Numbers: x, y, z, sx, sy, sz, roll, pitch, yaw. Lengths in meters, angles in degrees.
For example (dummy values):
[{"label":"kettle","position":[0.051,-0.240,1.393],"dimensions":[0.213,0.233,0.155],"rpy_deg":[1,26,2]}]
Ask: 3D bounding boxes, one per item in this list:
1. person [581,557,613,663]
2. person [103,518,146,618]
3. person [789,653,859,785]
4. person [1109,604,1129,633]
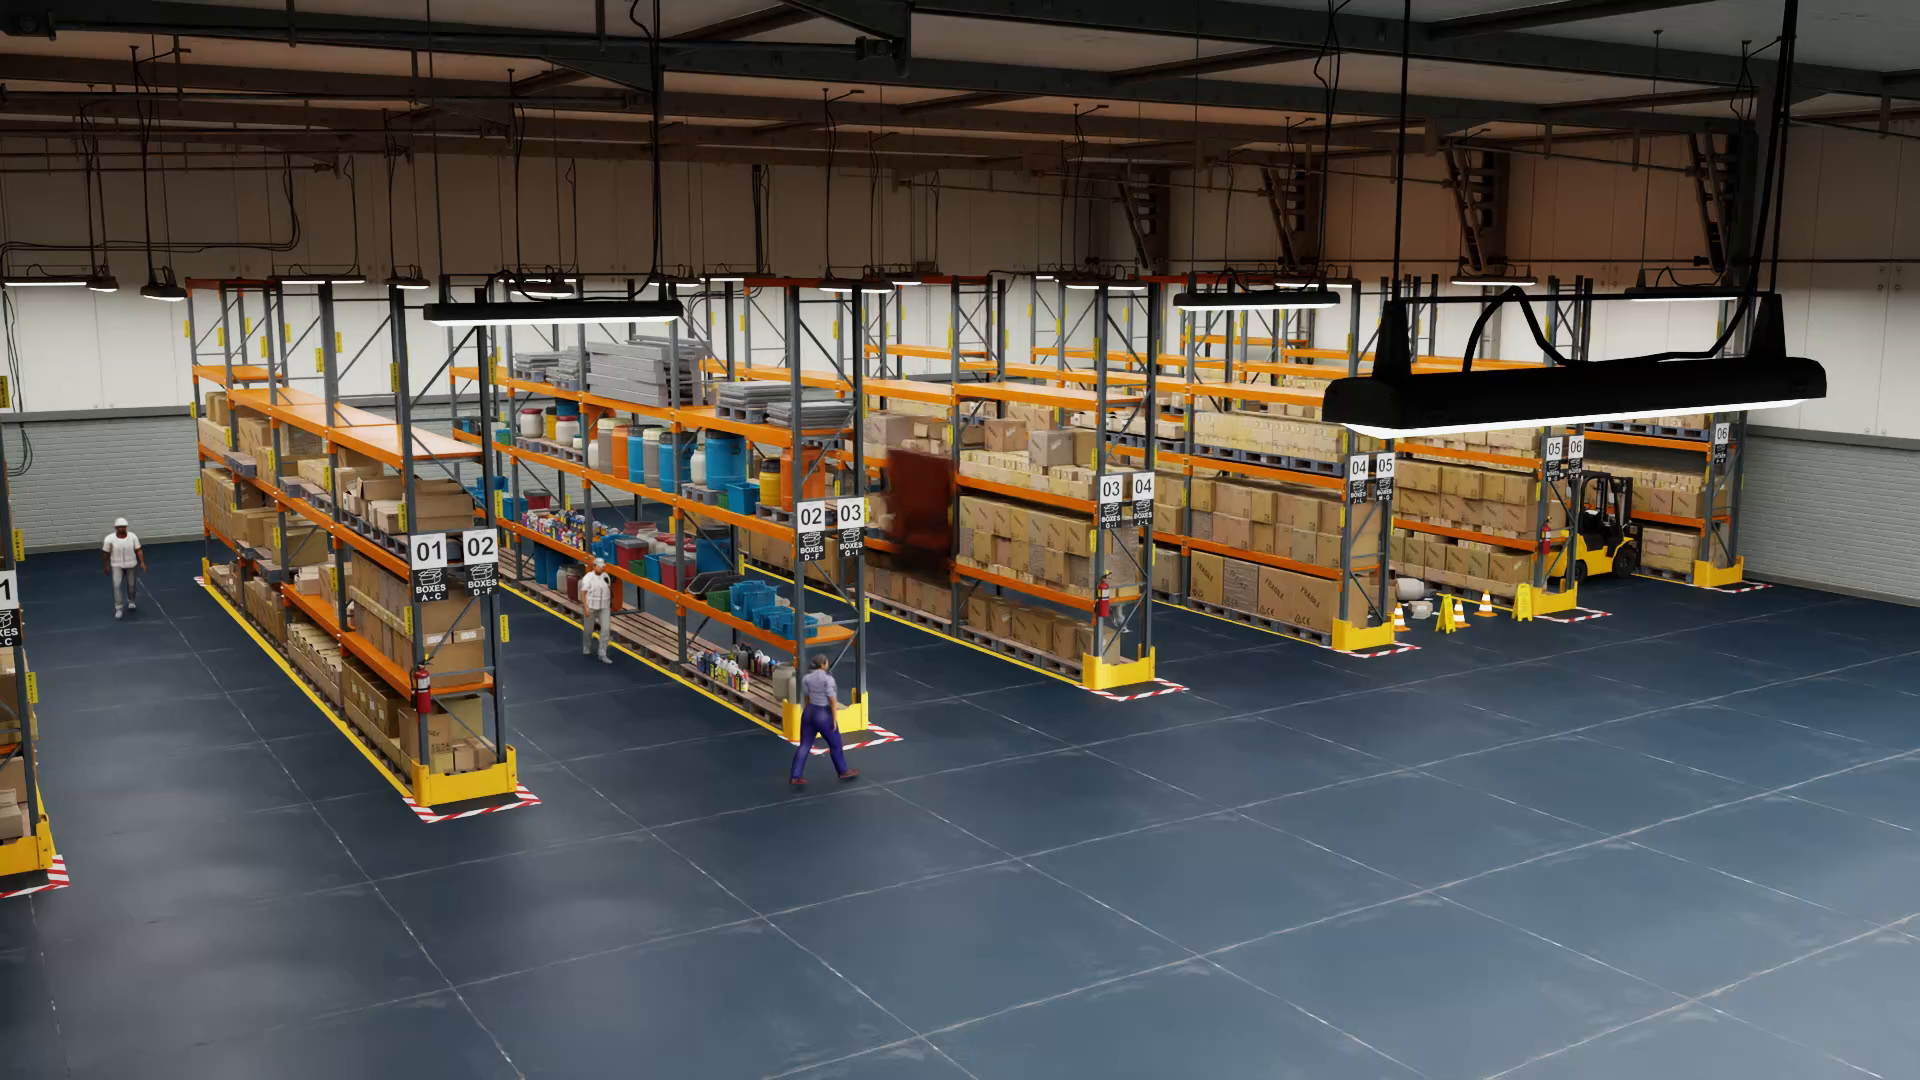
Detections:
[{"label":"person","position":[-5.797,1.102,26.632],"dimensions":[0.560,1.655,0.790],"rpy_deg":[-7,12,-35]},{"label":"person","position":[-15.045,0.462,29.944],"dimensions":[0.688,1.724,1.005],"rpy_deg":[-4,10,-24]},{"label":"person","position":[-1.676,2.156,20.235],"dimensions":[0.510,1.591,0.956],"rpy_deg":[8,12,39]},{"label":"person","position":[2.589,0.712,27.315],"dimensions":[0.420,1.548,0.787],"rpy_deg":[-4,10,-20]}]
